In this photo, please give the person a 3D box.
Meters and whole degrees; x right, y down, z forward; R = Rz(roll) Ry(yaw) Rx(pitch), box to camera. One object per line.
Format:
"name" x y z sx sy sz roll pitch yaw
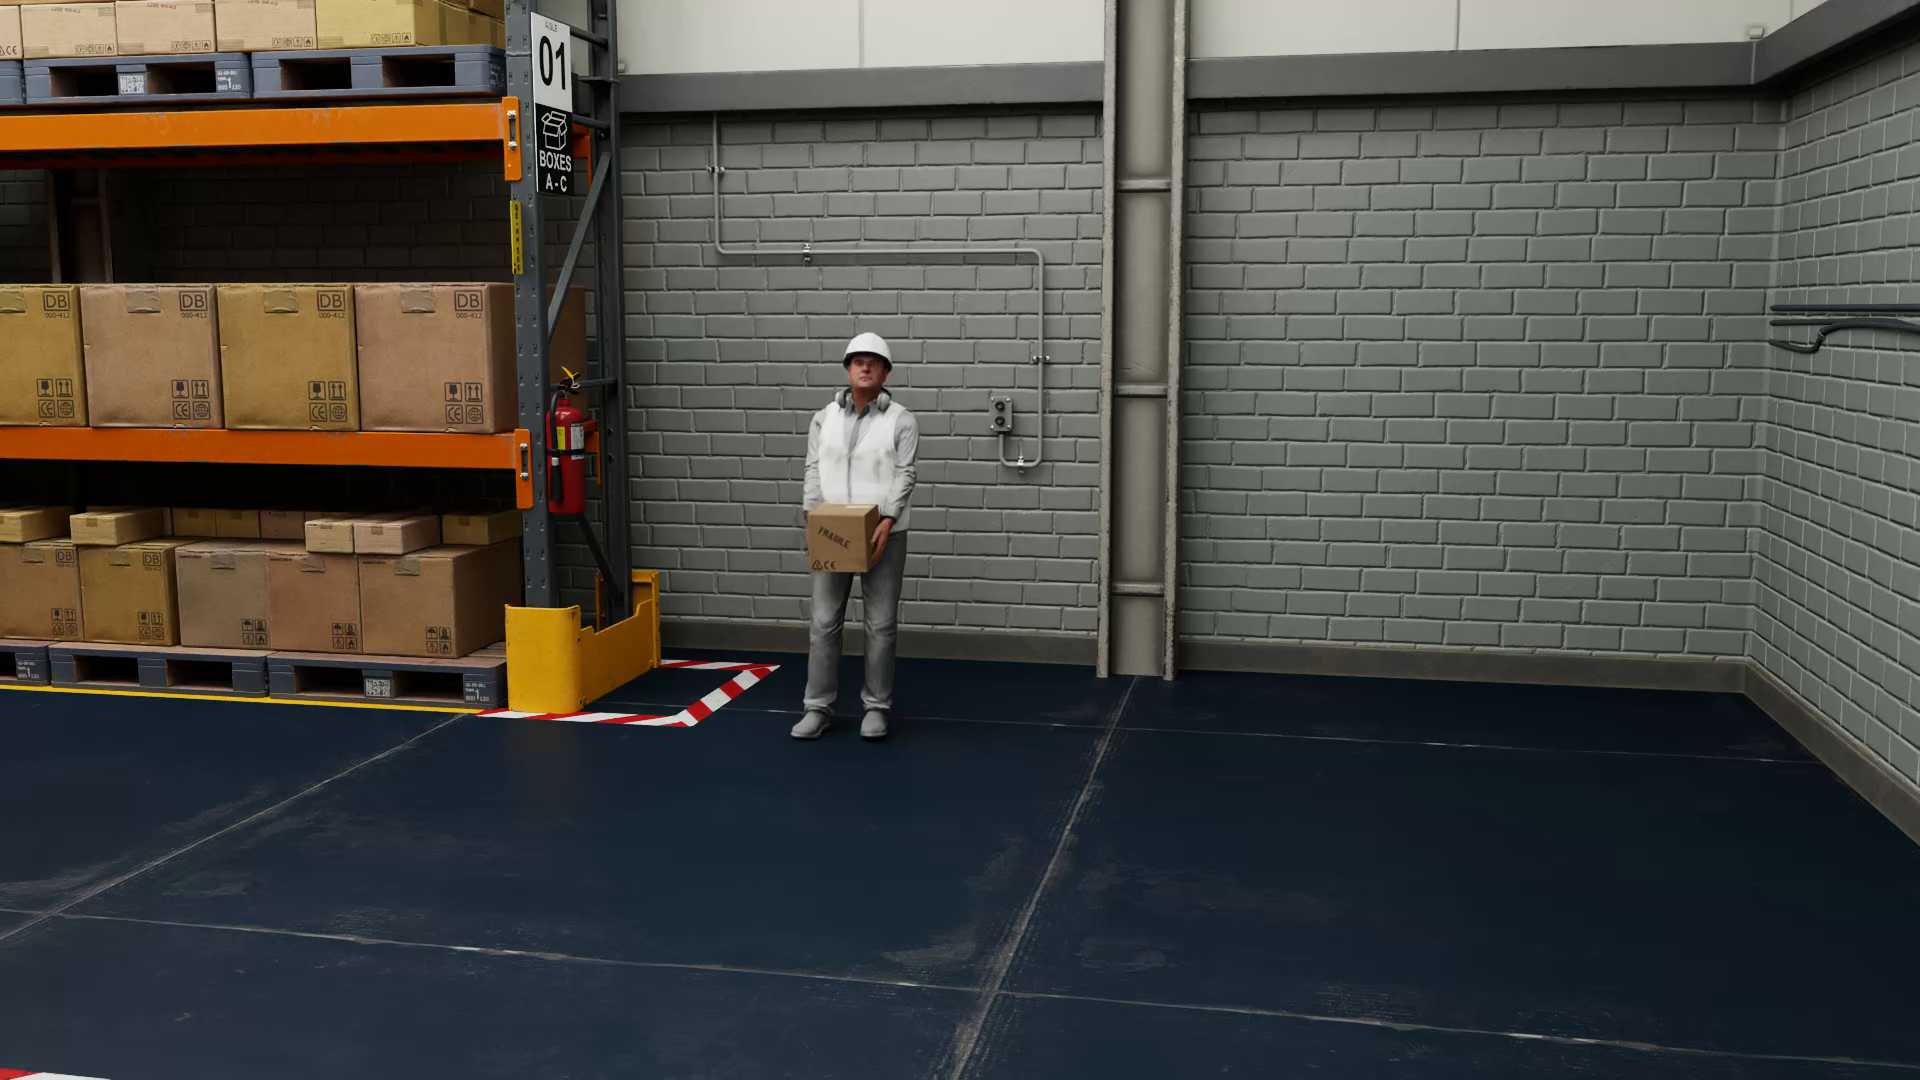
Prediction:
"person" -0.457 -0.019 7.340 0.539 1.776 0.520 1 8 11
